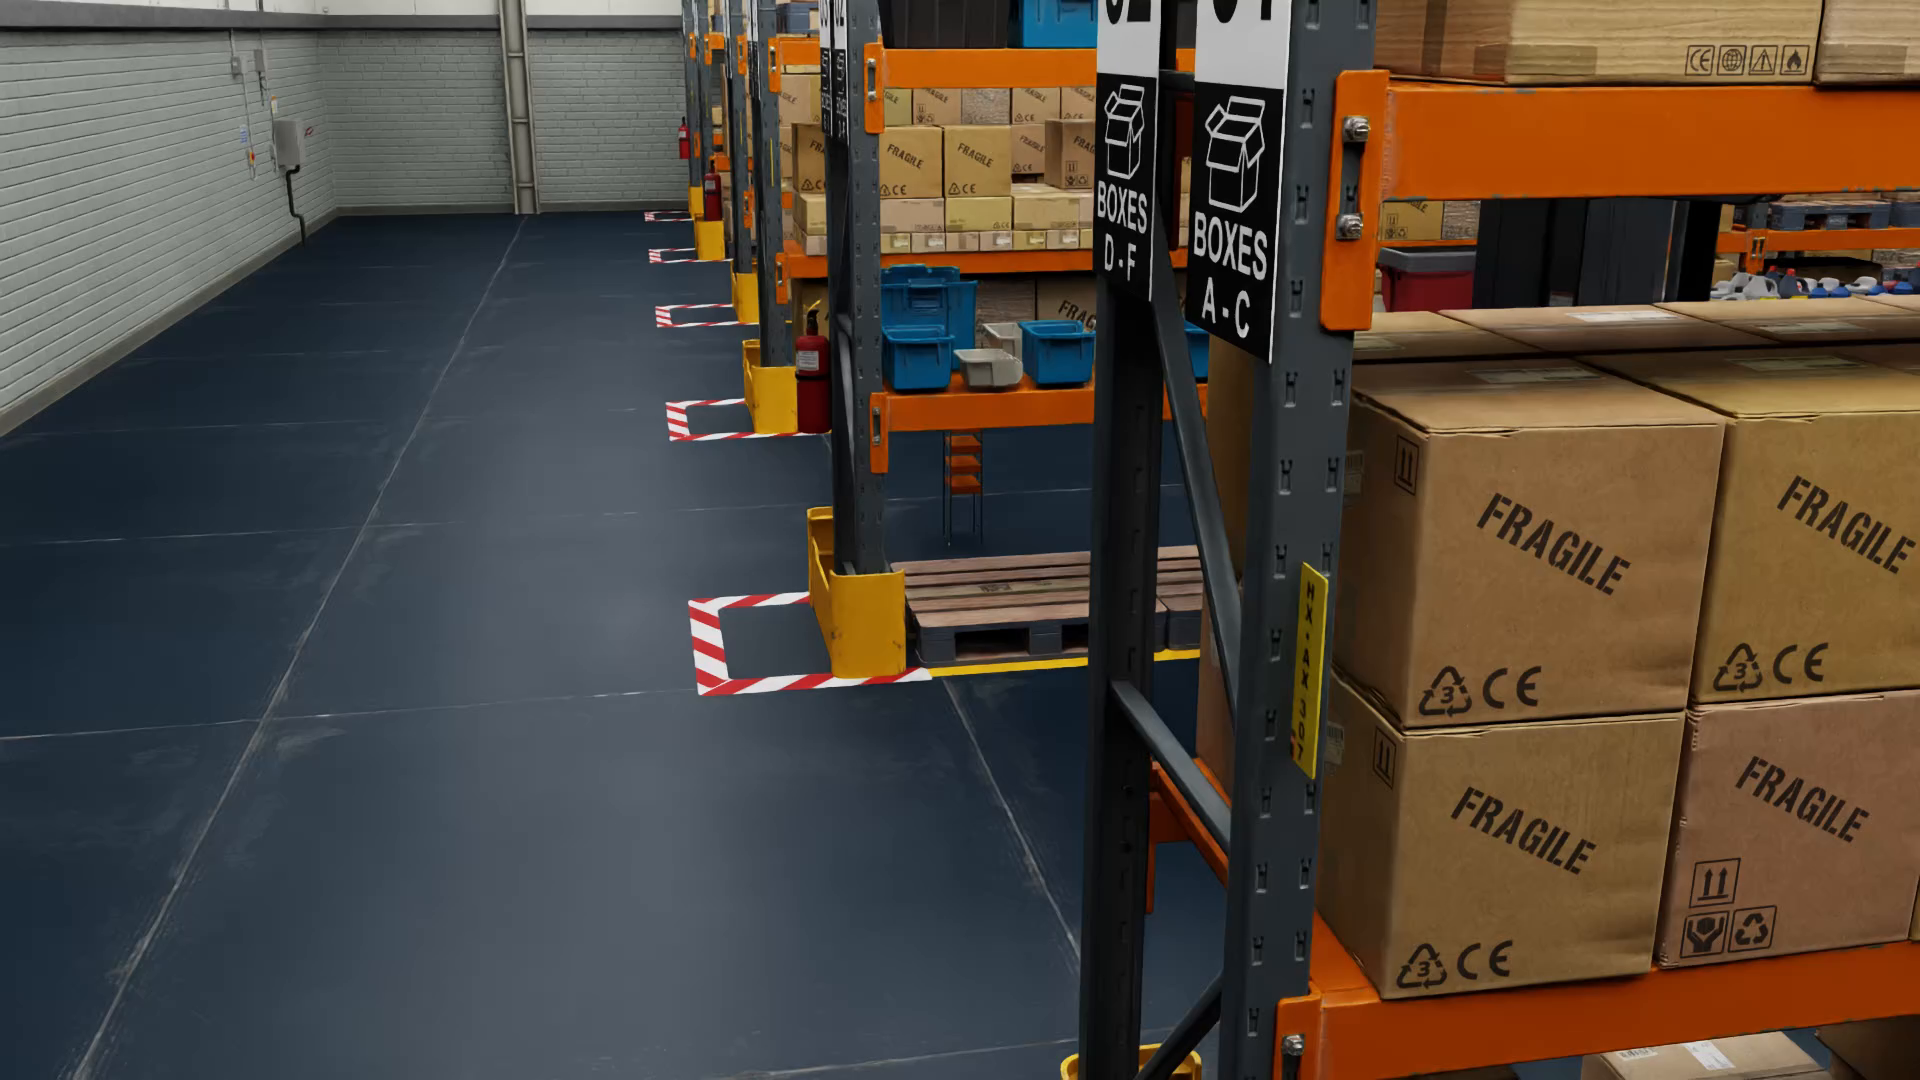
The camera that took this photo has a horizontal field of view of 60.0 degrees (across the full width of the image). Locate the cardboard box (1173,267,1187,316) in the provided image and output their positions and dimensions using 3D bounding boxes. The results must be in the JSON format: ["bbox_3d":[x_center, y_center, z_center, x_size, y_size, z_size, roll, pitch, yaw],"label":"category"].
[{"bbox_3d":[1.823,-1.791,13.437,0.875,0.875,0.875,-3,17,-10],"label":"cardboard box"}]

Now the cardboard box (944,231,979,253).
[{"bbox_3d":[-0.022,-2.259,12.486,0.250,0.149,0.380,-4,17,-12],"label":"cardboard box"}]

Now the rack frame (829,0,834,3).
[{"bbox_3d":[-0.502,-3.837,6.977,0.127,3.000,1.000,-3,17,-10],"label":"rack frame"}]

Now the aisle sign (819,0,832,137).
[{"bbox_3d":[-0.628,-2.292,7.738,0.004,0.787,0.394,-3,17,-10],"label":"aisle sign"}]

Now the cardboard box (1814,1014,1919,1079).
[{"bbox_3d":[2.518,1.326,3.890,0.637,0.503,0.797,-3,17,-10],"label":"cardboard box"}]

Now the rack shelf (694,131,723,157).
[{"bbox_3d":[-2.303,-6.452,26.934,4.000,0.370,1.077,-3,17,-10],"label":"rack shelf"}]

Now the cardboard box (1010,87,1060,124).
[{"bbox_3d":[0.728,-4.588,17.262,0.500,0.500,0.500,-4,17,-12],"label":"cardboard box"}]

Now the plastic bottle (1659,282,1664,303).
[{"bbox_3d":[3.751,-1.248,8.976,0.135,0.276,0.152,-3,17,-10],"label":"plastic bottle"}]

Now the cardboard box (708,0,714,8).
[{"bbox_3d":[-3.783,-8.380,25.775,0.500,0.250,0.500,-3,17,-11],"label":"cardboard box"}]

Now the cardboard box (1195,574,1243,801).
[{"bbox_3d":[0.822,0.308,3.530,0.500,0.500,0.500,-3,17,-9],"label":"cardboard box"}]

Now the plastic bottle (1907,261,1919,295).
[{"bbox_3d":[5.348,-1.375,9.264,0.185,0.351,0.144,-3,17,-10],"label":"plastic bottle"}]

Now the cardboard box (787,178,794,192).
[{"bbox_3d":[-1.661,-3.662,17.053,0.250,0.149,0.380,-3,17,-8],"label":"cardboard box"}]

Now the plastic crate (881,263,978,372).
[{"bbox_3d":[-0.208,-1.087,8.080,0.499,0.435,0.616,-3,17,-10],"label":"plastic crate"}]

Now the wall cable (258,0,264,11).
[{"bbox_3d":[-9.484,-8.763,22.953,0.133,3.039,2.988,-3,17,-10],"label":"wall cable"}]

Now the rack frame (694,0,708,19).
[{"bbox_3d":[-3.321,-8.121,20.927,0.127,3.000,1.000,-3,17,-10],"label":"rack frame"}]

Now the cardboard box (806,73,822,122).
[{"bbox_3d":[-1.298,-4.479,16.904,0.500,0.500,0.500,-3,17,-9],"label":"cardboard box"}]

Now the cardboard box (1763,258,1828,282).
[{"bbox_3d":[7.066,-2.262,14.299,0.500,0.250,0.500,-3,17,-8],"label":"cardboard box"}]

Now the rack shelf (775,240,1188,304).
[{"bbox_3d":[0.522,-2.164,12.974,4.000,0.370,1.077,-3,17,-10],"label":"rack shelf"}]

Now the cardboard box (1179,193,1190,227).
[{"bbox_3d":[1.595,-2.560,12.787,0.500,0.250,0.500,-3,17,-9],"label":"cardboard box"}]

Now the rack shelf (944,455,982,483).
[{"bbox_3d":[0.014,-0.417,9.687,0.180,0.103,0.258,-3,17,-10],"label":"rack shelf"}]

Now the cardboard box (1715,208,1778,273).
[{"bbox_3d":[8.907,-3.565,19.428,0.750,0.750,1.050,-3,17,-11],"label":"cardboard box"}]

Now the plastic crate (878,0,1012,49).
[{"bbox_3d":[-0.071,-2.281,7.245,0.590,0.269,0.497,-3,17,-10],"label":"plastic crate"}]

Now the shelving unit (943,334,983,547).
[{"bbox_3d":[0.014,-0.574,9.638,0.189,1.200,0.258,-3,17,-10],"label":"shelving unit"}]

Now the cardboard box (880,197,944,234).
[{"bbox_3d":[-0.410,-2.447,12.419,0.500,0.250,0.500,-3,17,-11],"label":"cardboard box"}]

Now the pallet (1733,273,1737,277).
[{"bbox_3d":[8.756,-3.103,19.555,1.213,0.211,1.003,-3,17,-10],"label":"pallet"}]

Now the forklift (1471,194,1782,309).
[{"bbox_3d":[2.774,-0.478,6.377,1.130,2.935,3.031,-15,22,-39],"label":"forklift"}]

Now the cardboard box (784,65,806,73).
[{"bbox_3d":[-2.144,-6.066,21.474,0.250,0.149,0.380,-4,17,-12],"label":"cardboard box"}]

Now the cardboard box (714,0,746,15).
[{"bbox_3d":[-2.896,-6.915,21.479,0.500,0.250,0.500,-5,18,-16],"label":"cardboard box"}]

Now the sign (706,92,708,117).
[{"bbox_3d":[-3.222,-5.545,21.147,0.005,0.325,0.100,-3,17,-10],"label":"sign"}]

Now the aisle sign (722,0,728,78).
[{"bbox_3d":[-2.412,-5.157,17.066,0.004,0.787,0.394,-3,17,-10],"label":"aisle sign"}]

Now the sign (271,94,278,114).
[{"bbox_3d":[-9.301,-5.914,22.550,0.001,0.242,0.339,-3,17,-10],"label":"sign"}]

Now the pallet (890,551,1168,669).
[{"bbox_3d":[0.315,0.329,8.380,1.213,0.211,1.003,-3,17,-10],"label":"pallet"}]

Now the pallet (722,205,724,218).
[{"bbox_3d":[-3.409,-5.400,27.034,1.213,0.211,1.003,-3,17,-10],"label":"pallet"}]

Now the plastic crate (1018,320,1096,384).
[{"bbox_3d":[0.450,-0.873,7.728,0.300,0.233,0.416,-3,17,-10],"label":"plastic crate"}]

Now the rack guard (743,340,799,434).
[{"bbox_3d":[-1.465,-1.200,12.869,0.348,0.500,1.175,-3,17,-10],"label":"rack guard"}]

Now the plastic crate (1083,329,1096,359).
[{"bbox_3d":[0.552,-0.981,8.244,0.243,0.136,0.396,-3,17,-10],"label":"plastic crate"}]

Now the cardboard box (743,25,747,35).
[{"bbox_3d":[-3.402,-7.980,26.004,0.250,0.149,0.380,-3,17,-10],"label":"cardboard box"}]

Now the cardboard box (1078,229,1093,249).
[{"bbox_3d":[0.987,-2.316,12.672,0.250,0.149,0.380,-4,17,-11],"label":"cardboard box"}]

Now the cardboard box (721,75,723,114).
[{"bbox_3d":[-2.893,-5.875,21.957,0.500,0.500,0.500,-3,17,-9],"label":"cardboard box"}]

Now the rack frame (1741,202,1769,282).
[{"bbox_3d":[6.413,-2.842,13.957,0.127,3.000,1.000,-3,17,-10],"label":"rack frame"}]

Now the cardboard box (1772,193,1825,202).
[{"bbox_3d":[6.936,-3.132,14.016,0.500,0.500,0.500,-5,18,-17],"label":"cardboard box"}]

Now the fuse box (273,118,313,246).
[{"bbox_3d":[-9.108,-4.931,22.950,0.414,1.711,0.539,-3,17,-10],"label":"fuse box"}]

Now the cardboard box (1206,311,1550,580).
[{"bbox_3d":[0.819,-0.171,3.385,0.500,0.500,0.500,-3,17,-11],"label":"cardboard box"}]

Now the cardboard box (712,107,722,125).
[{"bbox_3d":[-3.770,-6.702,26.273,0.500,0.250,0.500,-3,17,-10],"label":"cardboard box"}]

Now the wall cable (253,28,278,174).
[{"bbox_3d":[-9.134,-5.827,21.943,0.122,1.984,0.588,-3,17,-10],"label":"wall cable"}]

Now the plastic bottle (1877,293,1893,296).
[{"bbox_3d":[4.833,-1.144,8.638,0.135,0.276,0.152,-3,17,-10],"label":"plastic bottle"}]

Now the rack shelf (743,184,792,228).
[{"bbox_3d":[-0.319,-3.600,17.648,4.000,0.370,1.077,-3,17,-10],"label":"rack shelf"}]

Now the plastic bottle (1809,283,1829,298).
[{"bbox_3d":[4.647,-1.259,9.021,0.097,0.271,0.097,0,17,0],"label":"plastic bottle"}]

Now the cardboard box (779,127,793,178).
[{"bbox_3d":[-1.790,-3.968,16.944,0.500,0.500,0.500,-2,17,-8],"label":"cardboard box"}]

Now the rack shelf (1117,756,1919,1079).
[{"bbox_3d":[2.398,0.692,3.676,4.000,0.370,1.077,-3,17,-10],"label":"rack shelf"}]

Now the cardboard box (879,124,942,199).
[{"bbox_3d":[-0.428,-2.802,12.299,0.500,0.500,0.500,-4,17,-12],"label":"cardboard box"}]

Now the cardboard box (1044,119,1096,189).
[{"bbox_3d":[0.972,-3.040,13.072,0.500,0.500,0.500,-4,17,-12],"label":"cardboard box"}]

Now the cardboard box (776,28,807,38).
[{"bbox_3d":[-1.794,-5.146,16.603,0.500,0.250,0.500,-3,17,-8],"label":"cardboard box"}]

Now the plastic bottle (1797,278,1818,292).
[{"bbox_3d":[4.605,-1.296,9.134,0.135,0.276,0.152,-3,17,-10],"label":"plastic bottle"}]

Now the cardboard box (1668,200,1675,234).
[{"bbox_3d":[5.485,-2.765,13.535,0.500,0.500,0.500,-3,17,-11],"label":"cardboard box"}]

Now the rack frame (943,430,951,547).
[{"bbox_3d":[-0.076,-0.569,9.622,0.006,1.200,0.240,-3,17,-10],"label":"rack frame"}]
